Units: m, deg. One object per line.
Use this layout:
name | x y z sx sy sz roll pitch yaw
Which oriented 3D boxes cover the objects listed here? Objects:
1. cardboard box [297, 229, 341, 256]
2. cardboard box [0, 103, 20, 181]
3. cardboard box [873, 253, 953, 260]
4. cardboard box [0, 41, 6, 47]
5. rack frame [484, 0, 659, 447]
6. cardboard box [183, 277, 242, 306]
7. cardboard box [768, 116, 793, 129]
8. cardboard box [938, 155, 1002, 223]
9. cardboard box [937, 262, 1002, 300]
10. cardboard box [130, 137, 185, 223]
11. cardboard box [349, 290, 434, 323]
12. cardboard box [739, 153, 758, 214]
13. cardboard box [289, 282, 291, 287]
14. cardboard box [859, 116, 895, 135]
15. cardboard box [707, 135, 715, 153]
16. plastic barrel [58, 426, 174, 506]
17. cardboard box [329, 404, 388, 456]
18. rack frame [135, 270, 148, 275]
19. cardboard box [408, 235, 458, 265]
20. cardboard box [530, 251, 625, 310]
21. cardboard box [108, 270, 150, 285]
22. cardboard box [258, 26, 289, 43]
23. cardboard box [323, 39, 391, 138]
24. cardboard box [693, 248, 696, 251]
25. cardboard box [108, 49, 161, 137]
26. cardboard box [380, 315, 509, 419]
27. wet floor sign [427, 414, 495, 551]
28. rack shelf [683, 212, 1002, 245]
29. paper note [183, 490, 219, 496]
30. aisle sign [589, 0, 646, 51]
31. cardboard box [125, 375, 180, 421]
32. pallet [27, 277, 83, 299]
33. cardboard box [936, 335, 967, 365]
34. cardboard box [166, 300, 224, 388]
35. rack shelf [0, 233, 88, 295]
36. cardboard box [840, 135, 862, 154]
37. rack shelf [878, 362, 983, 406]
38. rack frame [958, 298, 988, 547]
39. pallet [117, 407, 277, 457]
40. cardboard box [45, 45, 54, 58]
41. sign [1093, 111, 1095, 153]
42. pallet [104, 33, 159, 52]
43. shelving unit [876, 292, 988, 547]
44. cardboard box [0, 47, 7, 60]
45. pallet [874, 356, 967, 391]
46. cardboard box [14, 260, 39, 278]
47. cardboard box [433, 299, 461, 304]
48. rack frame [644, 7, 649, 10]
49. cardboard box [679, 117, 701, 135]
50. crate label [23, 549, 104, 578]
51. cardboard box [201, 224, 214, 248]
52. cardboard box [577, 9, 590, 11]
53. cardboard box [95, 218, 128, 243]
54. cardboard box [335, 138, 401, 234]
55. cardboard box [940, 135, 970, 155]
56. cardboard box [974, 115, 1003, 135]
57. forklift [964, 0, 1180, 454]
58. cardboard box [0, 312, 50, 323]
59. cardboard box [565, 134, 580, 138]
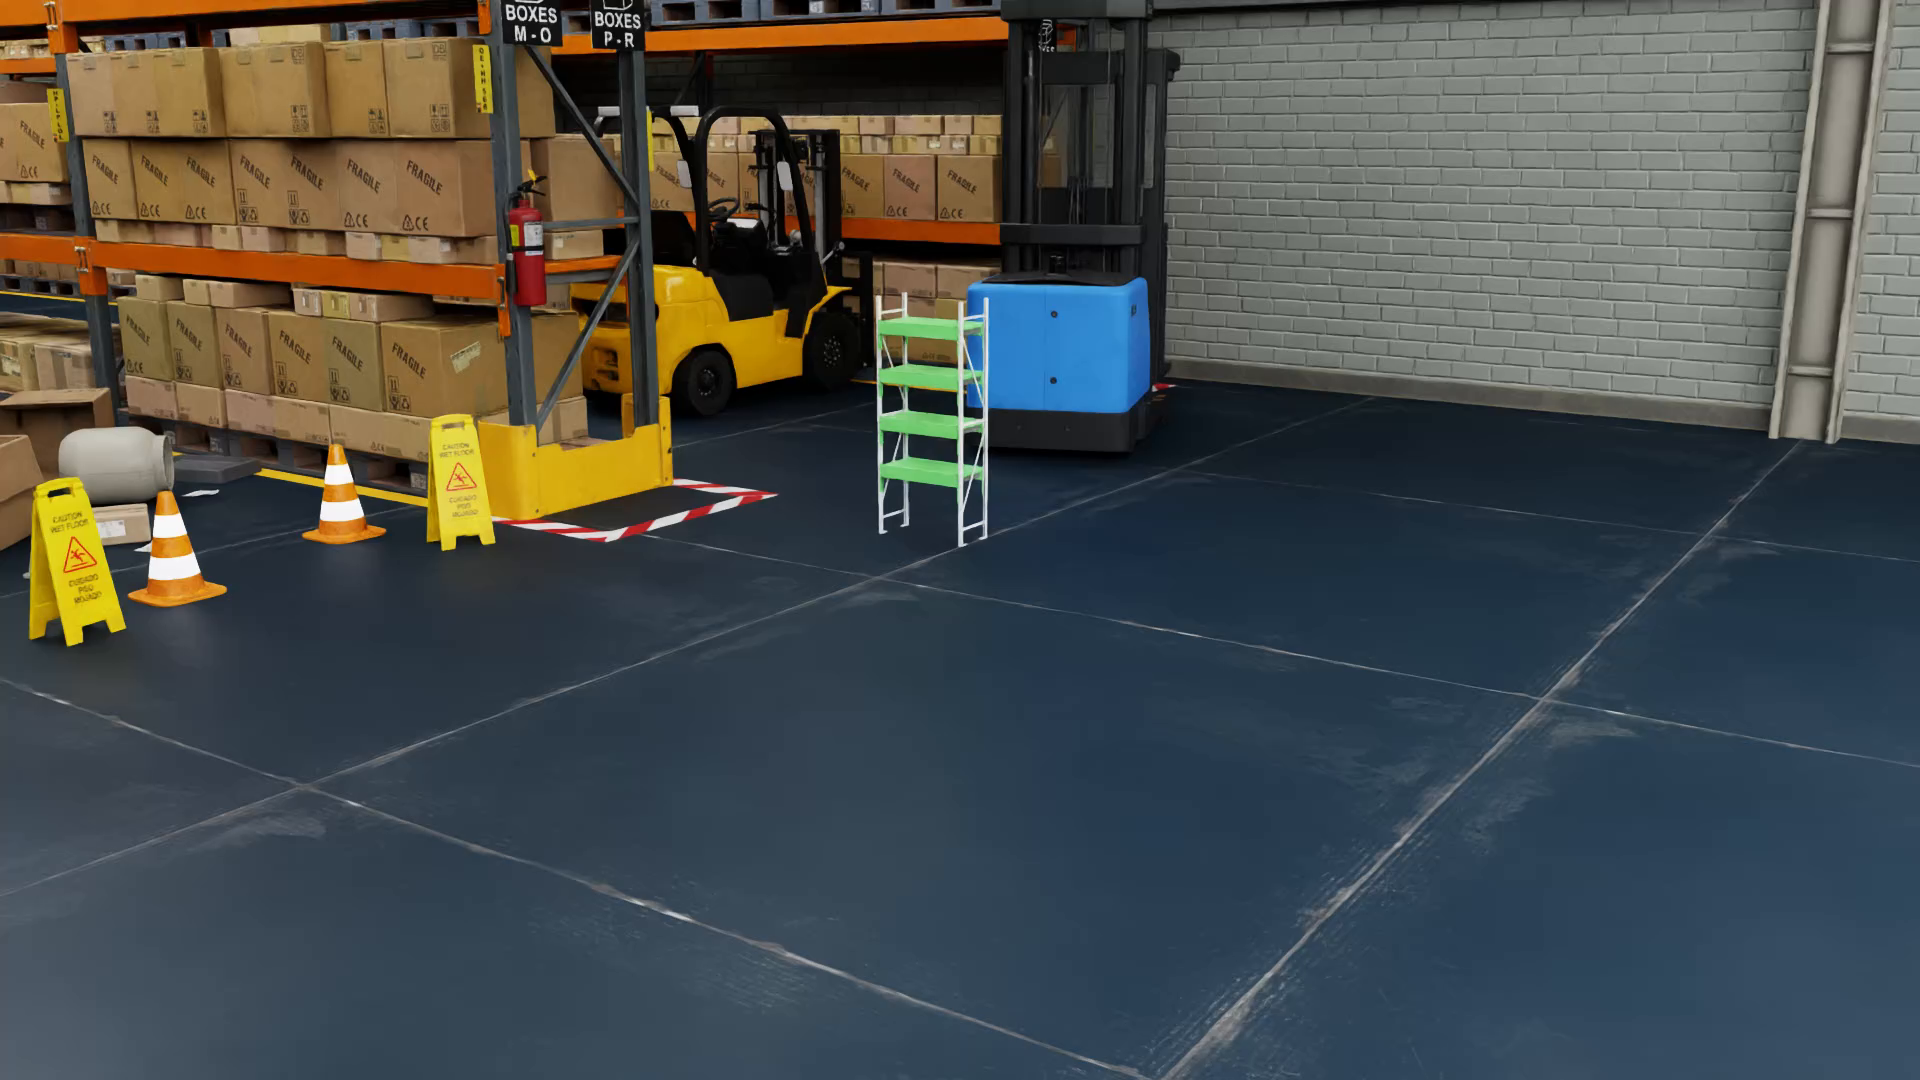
cardboard box | -3.573 -1.725 9.571 0.250 0.149 0.380 9 17 32
cardboard box | -6.285 -2.697 11.276 0.500 0.500 0.500 9 17 33
cardboard box | -0.394 -2.264 13.994 0.500 0.250 0.500 9 17 32
cardboard box | -11.485 -6.096 20.157 0.500 0.250 0.500 9 16 31
rack frame | -2.043 -1.682 8.874 0.127 3.000 1.000 9 17 33
cardboard box | -4.525 -1.536 10.223 0.250 0.149 0.380 10 17 35
cardboard box | -1.382 -3.457 13.870 0.250 0.149 0.380 9 17 33
cardboard box | 0.170 -2.734 12.917 0.500 0.500 0.500 9 16 32
cardboard box | 0.168 -2.026 13.032 0.500 0.250 0.500 10 17 35
cardboard box | -4.723 -2.234 10.277 0.500 0.500 0.500 9 17 33
cardboard box | -3.195 -1.321 9.355 0.250 0.149 0.380 10 17 34
cardboard box | -1.510 -3.011 14.036 0.500 0.500 0.500 9 17 32
cardboard box | -7.230 -2.888 18.075 0.500 0.500 0.500 10 17 35
cardboard box | -0.588 -3.303 13.248 0.250 0.149 0.380 10 17 34
cardboard box | -2.029 -3.413 14.309 0.250 0.149 0.380 9 17 33
plastic barrel | -4.601 -0.406 9.083 0.512 0.421 0.421 -4 14 -16
cardboard box | -3.289 -0.677 9.662 0.500 0.250 0.500 9 17 33
rack frame | -9.233 -4.281 19.375 0.127 3.000 1.000 9 17 33
cardboard box | -2.744 -1.579 8.982 0.250 0.149 0.380 9 16 32
cardboard box | -3.673 -2.433 15.976 0.625 0.625 0.875 9 17 32
cardboard box | -9.859 -3.117 19.732 0.250 0.149 0.380 9 16 31
cardboard box | -6.892 -5.216 17.220 0.500 0.250 0.500 9 17 33
cardboard box | -3.004 -2.454 9.087 0.500 0.500 0.700 9 17 33
cardboard box | -2.368 -2.435 14.686 0.500 0.250 0.500 9 16 32
cardboard box | -4.706 -2.721 10.166 0.500 0.500 0.700 9 17 33
cardboard box | -2.853 -0.970 9.288 0.500 0.500 0.500 9 17 33
wet floor sign | -2.482 -0.300 8.192 0.267 0.644 0.232 -10 17 -35
rack shelf | -0.935 -2.591 14.044 4.000 0.370 1.077 9 17 33
paper note | -4.261 -0.270 9.352 0.148 0.019 0.142 3 14 14
aisle sign | -1.818 -2.997 8.778 0.004 0.787 0.394 9 17 33
cardboard box | -5.023 -0.954 10.784 0.500 0.250 0.500 8 16 30
pallet | -10.818 -3.183 20.743 1.213 0.211 1.003 9 17 33
cardboard box | 0.158 -1.541 13.154 0.500 0.250 0.500 9 17 33
cardboard box | -4.572 -1.249 10.413 0.500 0.500 0.500 10 17 35
rack shelf | -7.021 -2.137 12.211 4.000 0.370 1.077 9 17 33
cardboard box | -0.797 -3.193 13.421 0.250 0.149 0.380 9 17 33
rack shelf | -0.137 -0.776 8.226 0.480 0.148 0.258 9 17 33
rack frame | 0.065 -0.572 8.136 0.015 1.200 0.240 9 17 33
pallet | -4.785 -0.781 11.041 1.213 0.211 1.003 9 17 33
cardboard box | -10.522 -5.751 19.594 0.250 0.149 0.380 10 17 35
sign | 1.039 -3.240 13.204 0.005 0.325 0.100 9 17 33
pallet | -8.731 -5.544 18.627 1.003 0.211 1.213 9 17 33
shelving unit | -0.137 -0.605 8.269 0.503 1.200 0.258 9 17 33
cardboard box | -11.371 -5.886 20.140 0.250 0.149 0.380 9 16 32
pallet | 0.067 -1.413 13.590 1.213 0.211 1.003 9 17 33
cardboard box | -11.409 -3.585 20.890 0.500 0.500 0.700 10 17 35
cardboard box | -3.425 -1.219 10.294 0.500 0.500 0.500 10 17 34
rack frame | -2.594 -6.120 14.320 0.127 3.000 1.000 9 17 33
cardboard box | -2.218 -3.601 14.449 0.250 0.149 0.380 9 17 34
crate label | -4.144 0.081 7.710 0.298 0.136 0.250 1 14 4
cardboard box | -4.379 -1.867 10.146 0.250 0.149 0.380 9 17 33
cardboard box | -3.464 -4.957 15.306 0.250 0.149 0.380 9 17 33
cardboard box | -5.279 -1.990 10.642 0.250 0.149 0.380 9 17 33
cardboard box | -3.060 -1.960 9.173 0.500 0.500 0.500 9 17 33
cardboard box | 0.052 -3.054 12.861 0.250 0.149 0.380 9 17 34
cardboard box | 0.310 -3.186 12.773 0.250 0.149 0.380 9 17 33
forklift | 0.883 -2.269 11.389 1.130 2.935 3.031 3 14 14
cardboard box | -7.601 -1.508 12.766 0.625 0.372 0.950 9 16 32
cardboard box | -3.400 -3.648 15.257 0.250 0.149 0.380 9 17 33
